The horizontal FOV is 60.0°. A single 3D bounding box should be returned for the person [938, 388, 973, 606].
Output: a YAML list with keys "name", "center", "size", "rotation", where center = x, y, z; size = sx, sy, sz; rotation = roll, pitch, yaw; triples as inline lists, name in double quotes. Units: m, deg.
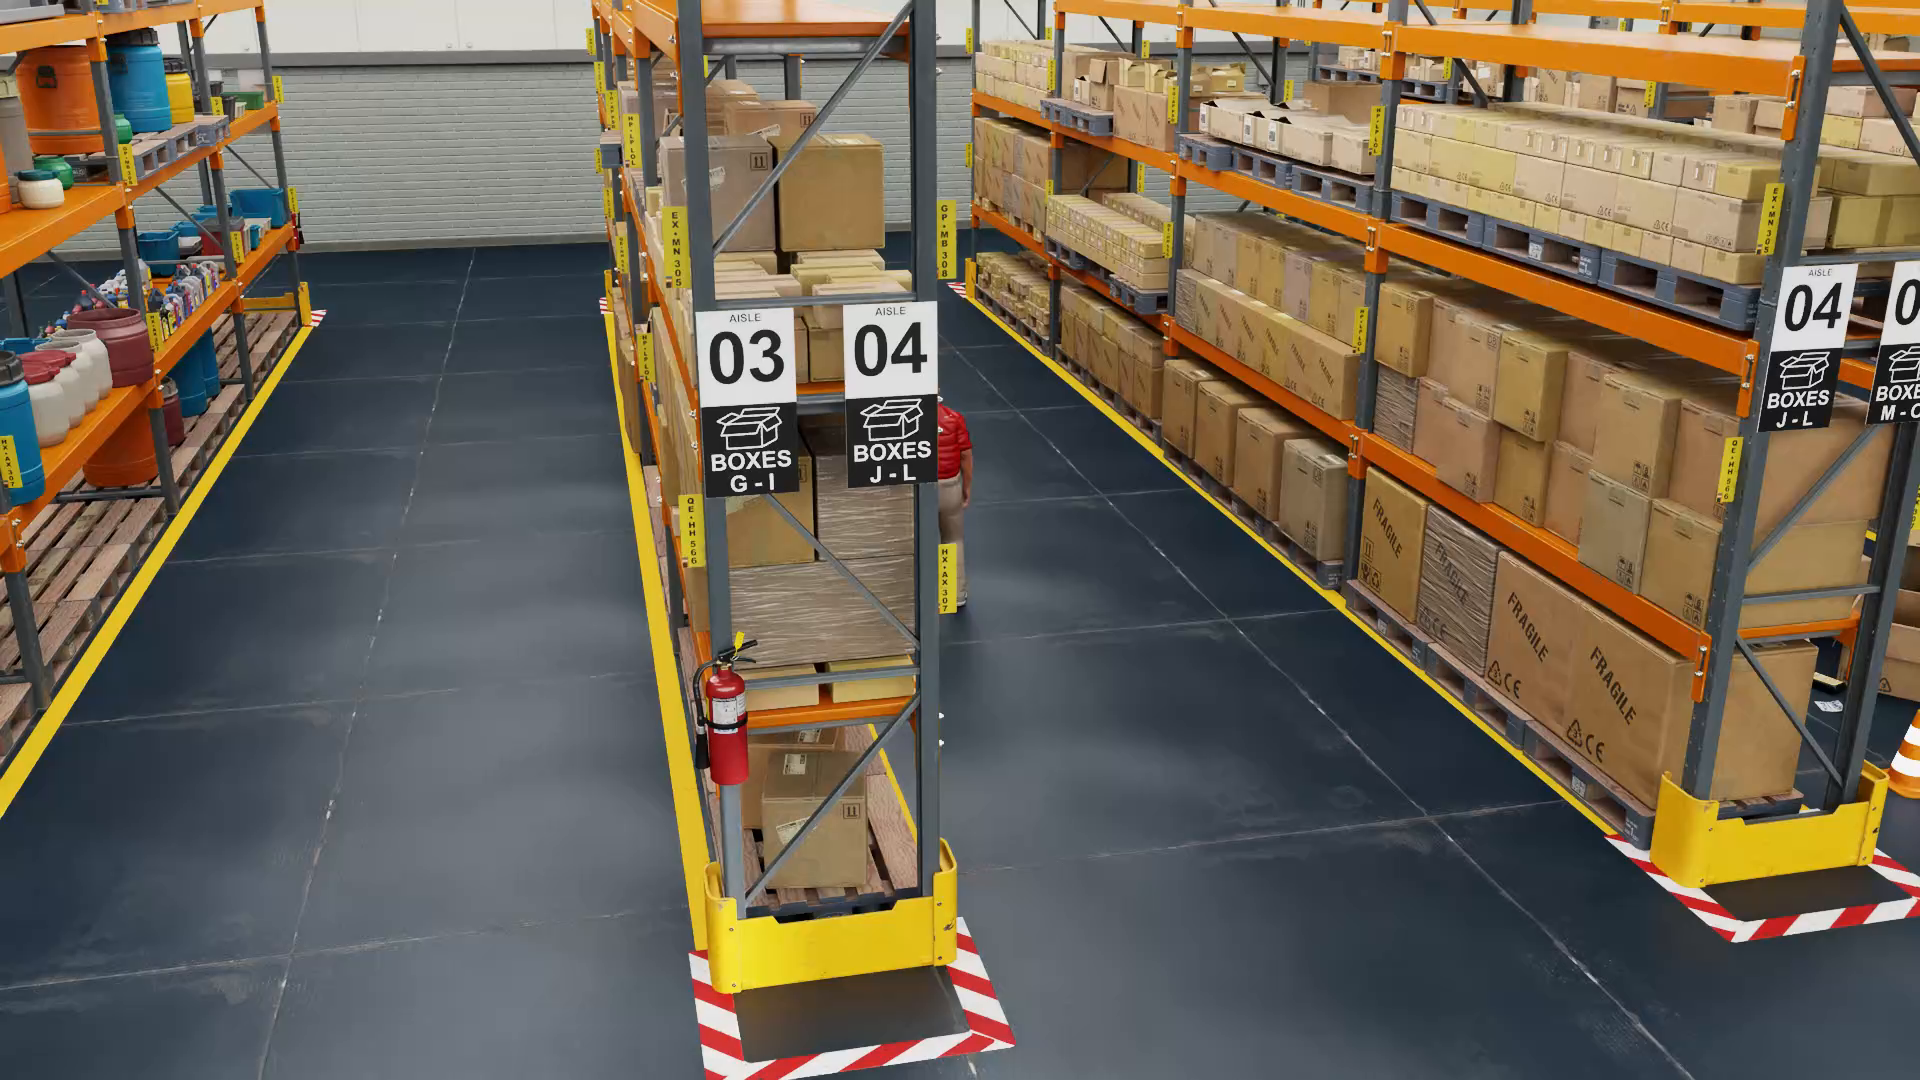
- name: "person"
  center: [-0.198, -0.339, 12.049]
  size: [0.586, 1.726, 0.400]
  rotation: [-6, 20, -15]
